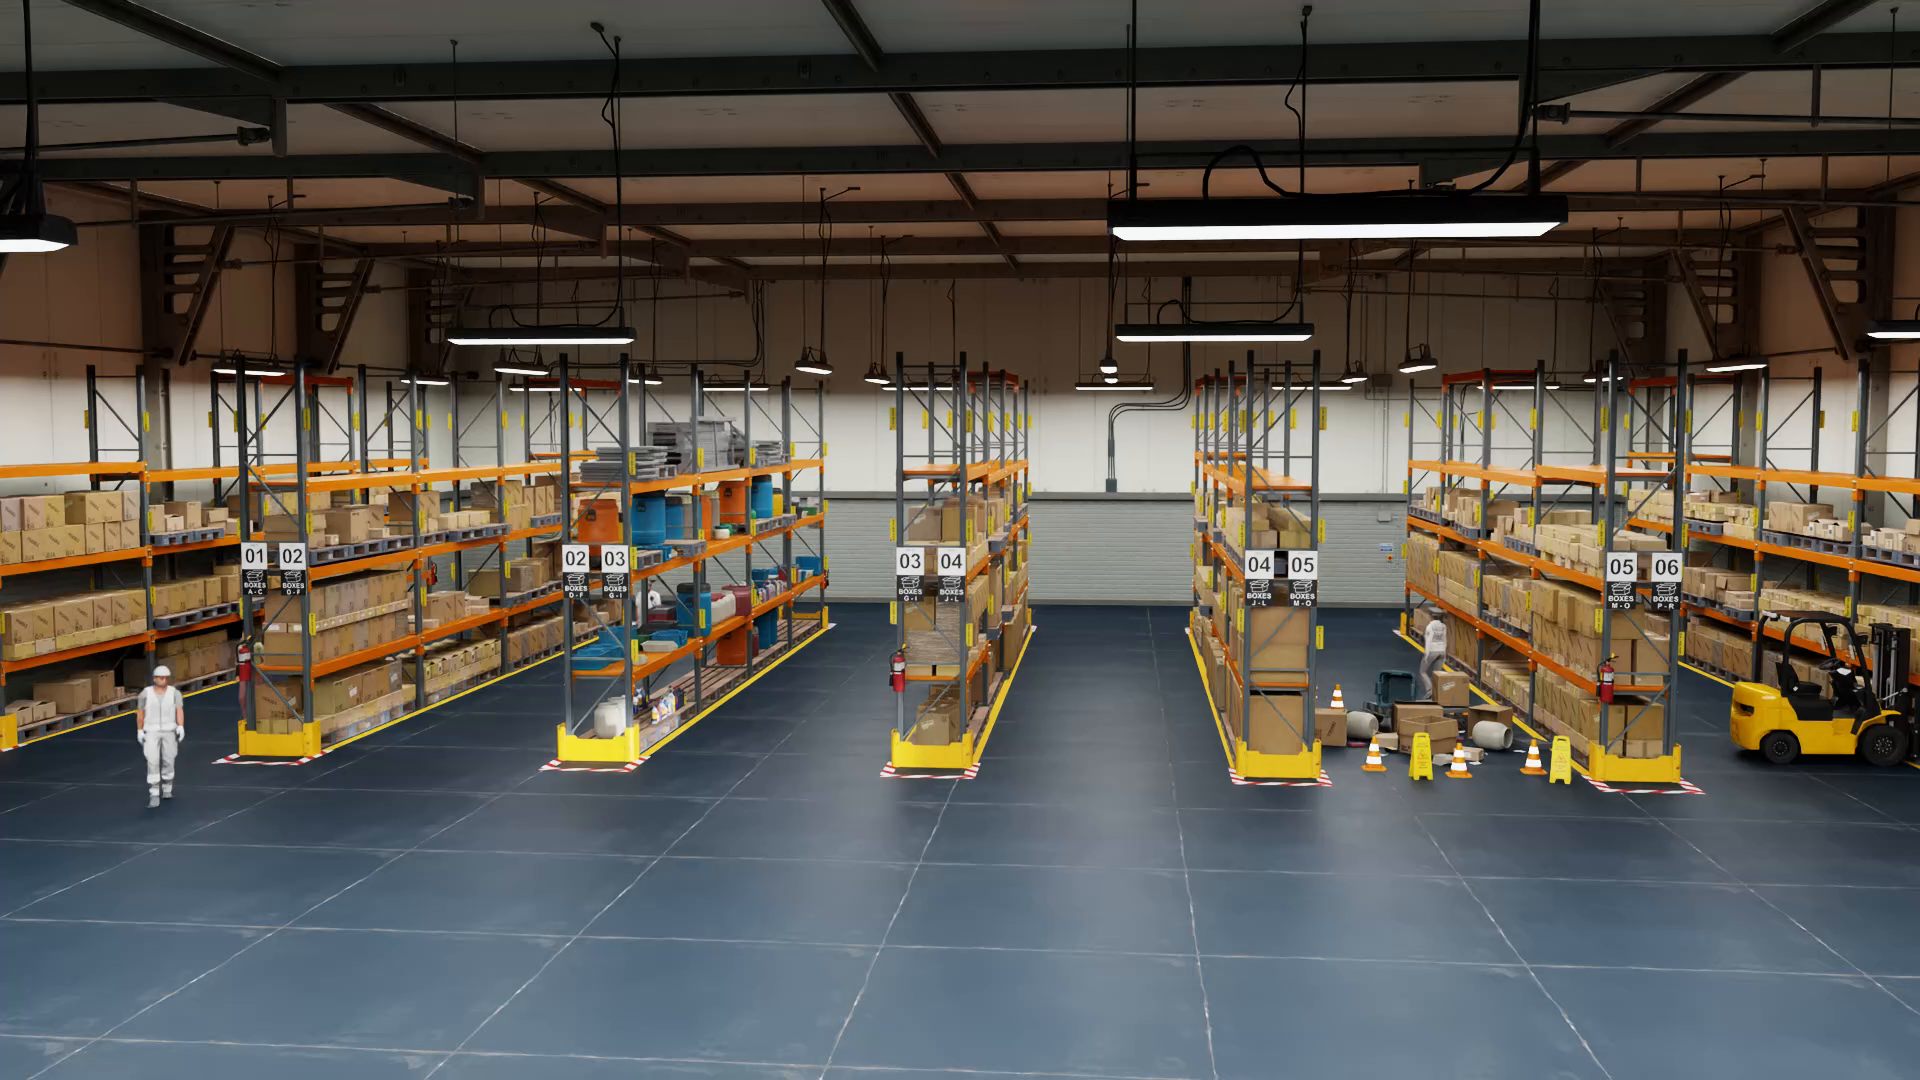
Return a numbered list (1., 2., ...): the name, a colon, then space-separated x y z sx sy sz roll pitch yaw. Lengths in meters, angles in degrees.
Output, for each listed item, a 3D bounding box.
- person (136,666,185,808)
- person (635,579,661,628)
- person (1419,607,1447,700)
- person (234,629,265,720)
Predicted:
1. person: -10.494 2.565 21.873 0.559 1.790 0.756 -3 5 -32
2. person: -6.500 1.661 34.580 0.640 1.737 1.010 1 4 14
3. person: 8.506 2.056 29.824 0.519 1.706 0.373 -2 5 -27
4. person: -11.657 2.242 27.386 0.535 1.653 0.640 0 4 -5
